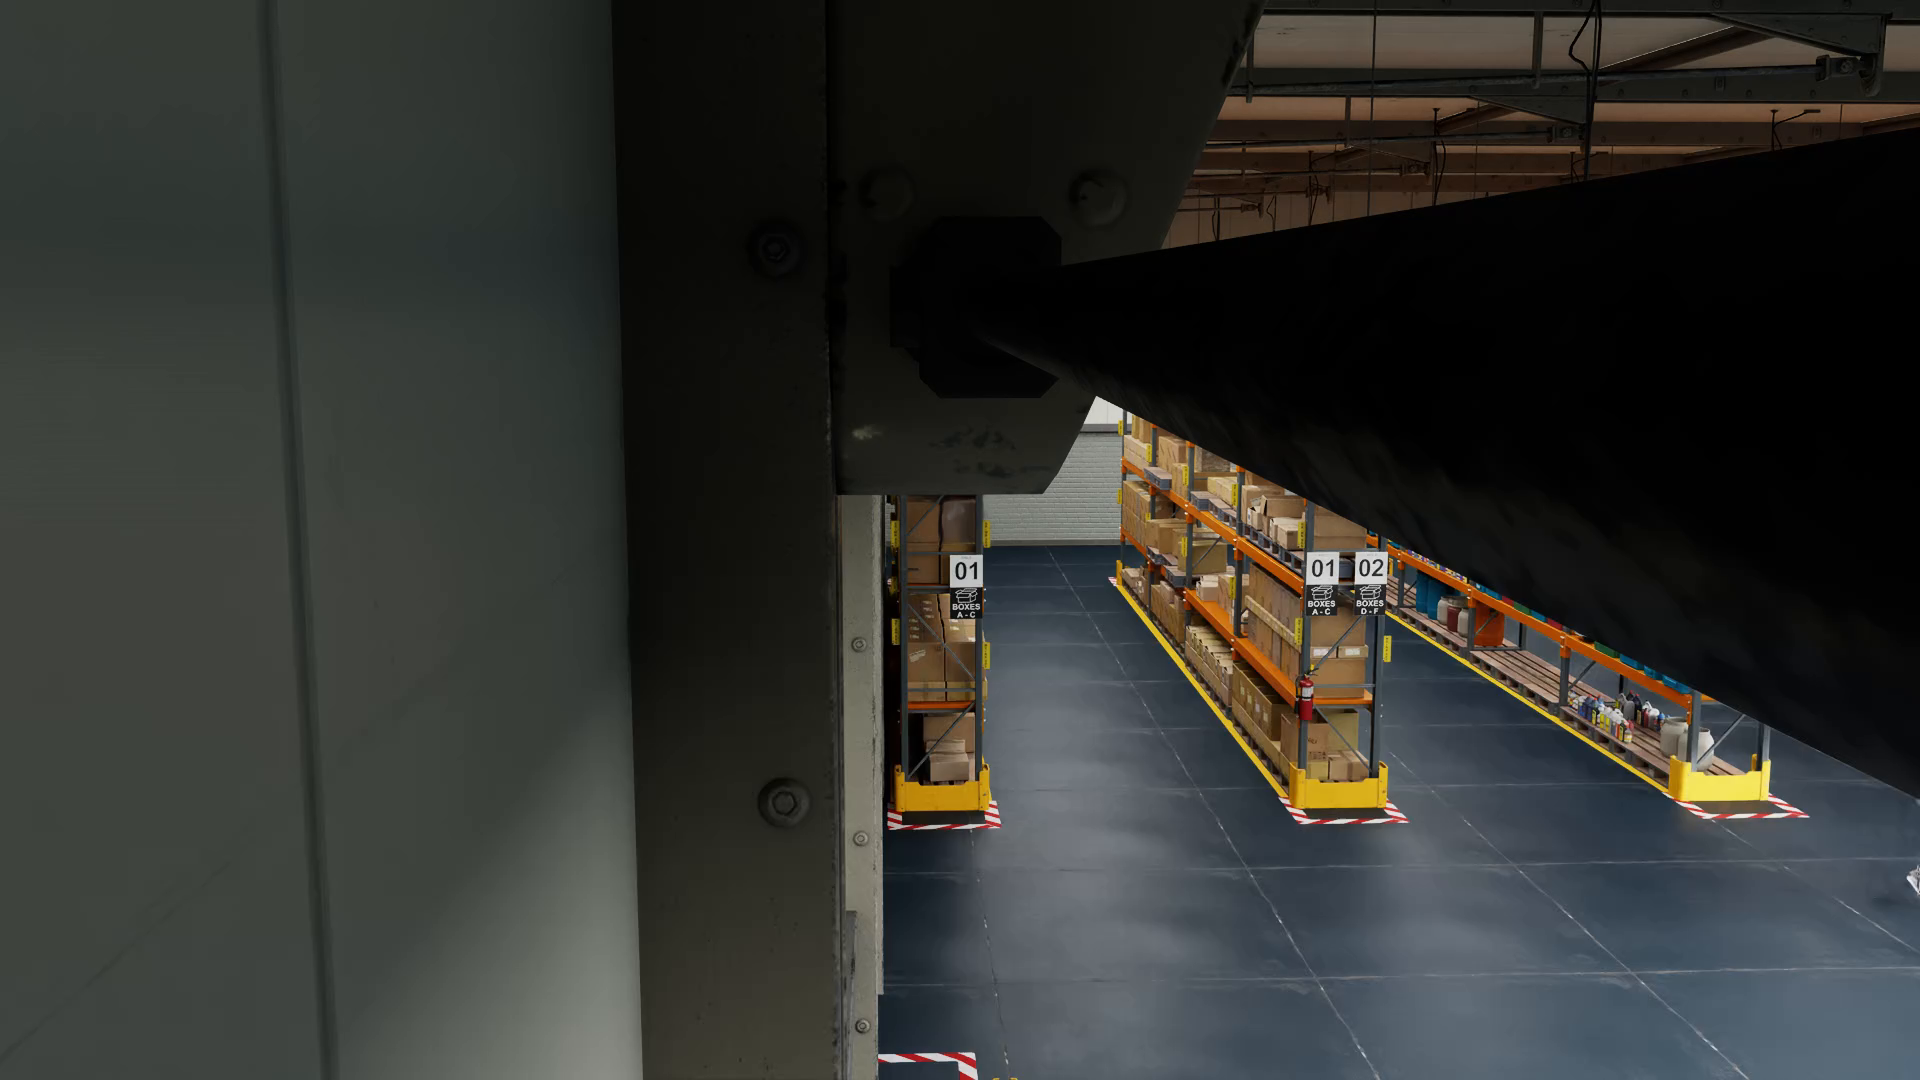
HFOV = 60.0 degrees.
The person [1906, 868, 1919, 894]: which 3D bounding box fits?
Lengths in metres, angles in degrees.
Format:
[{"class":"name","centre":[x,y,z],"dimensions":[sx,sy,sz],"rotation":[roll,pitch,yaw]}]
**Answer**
[{"class":"person","centre":[10.232,3.036,17.137],"dimensions":[0.750,1.586,0.558],"rotation":[3,9,22]}]
